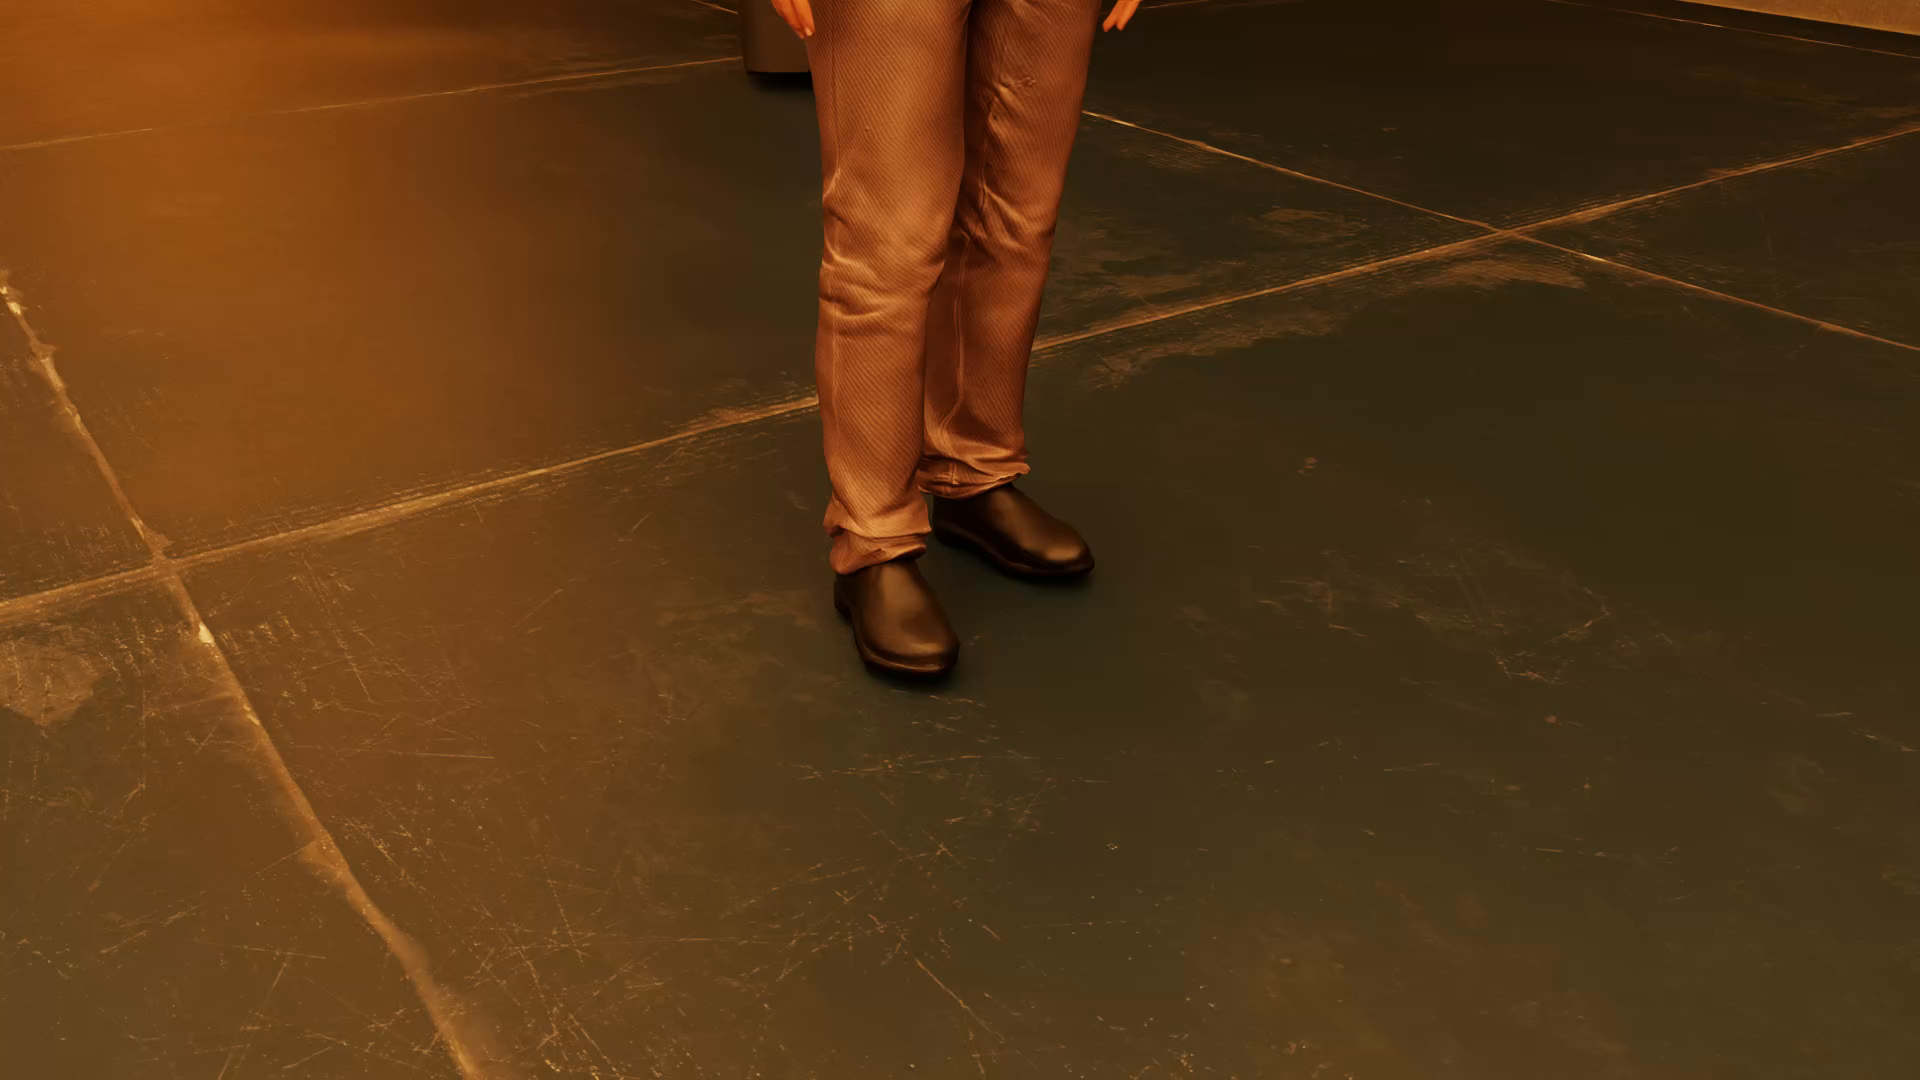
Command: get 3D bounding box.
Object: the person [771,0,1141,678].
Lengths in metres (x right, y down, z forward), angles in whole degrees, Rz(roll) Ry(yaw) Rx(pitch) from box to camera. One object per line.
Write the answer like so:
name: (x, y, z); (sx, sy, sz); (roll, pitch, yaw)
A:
person: (0.030, -0.751, 2.061); (0.634, 1.722, 0.566); (-17, 31, -31)

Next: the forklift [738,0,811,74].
forklift: (-0.235, -3.424, 6.058); (1.130, 2.935, 3.031); (-1, 27, -2)
